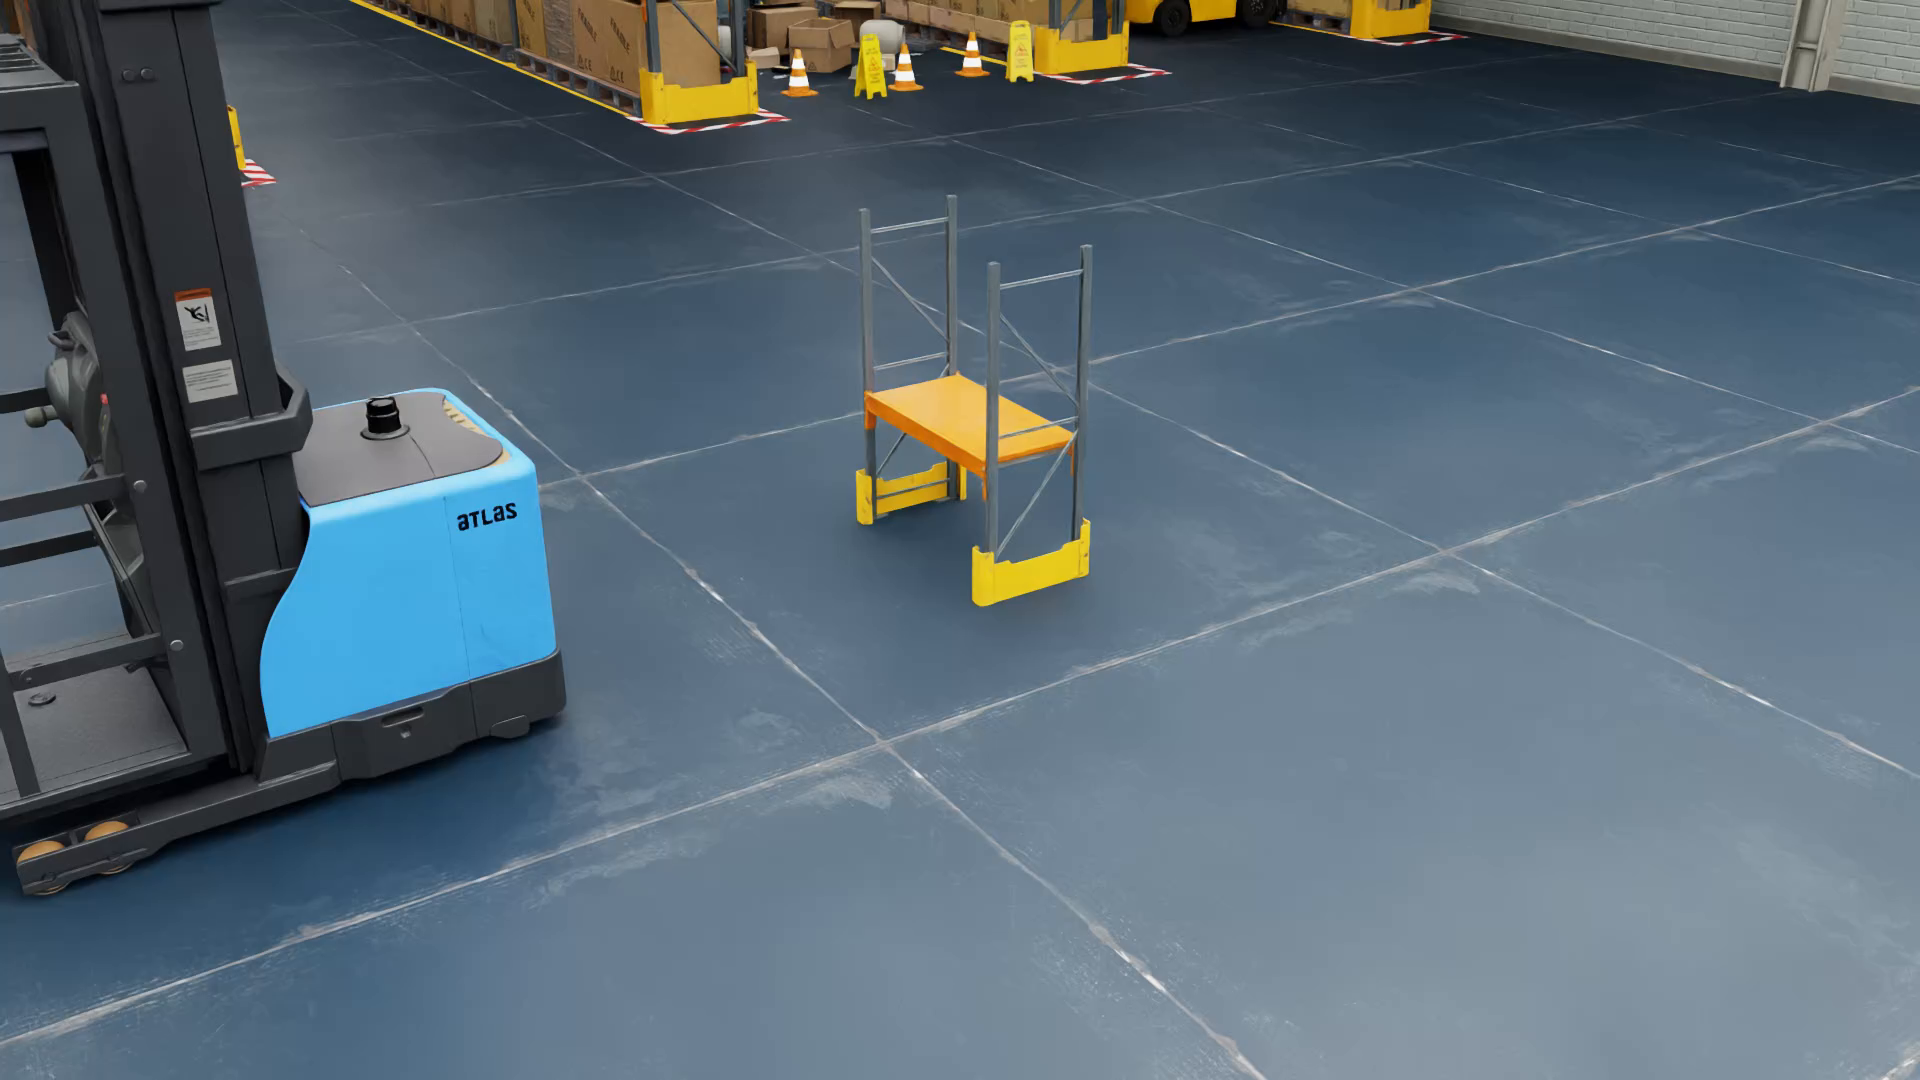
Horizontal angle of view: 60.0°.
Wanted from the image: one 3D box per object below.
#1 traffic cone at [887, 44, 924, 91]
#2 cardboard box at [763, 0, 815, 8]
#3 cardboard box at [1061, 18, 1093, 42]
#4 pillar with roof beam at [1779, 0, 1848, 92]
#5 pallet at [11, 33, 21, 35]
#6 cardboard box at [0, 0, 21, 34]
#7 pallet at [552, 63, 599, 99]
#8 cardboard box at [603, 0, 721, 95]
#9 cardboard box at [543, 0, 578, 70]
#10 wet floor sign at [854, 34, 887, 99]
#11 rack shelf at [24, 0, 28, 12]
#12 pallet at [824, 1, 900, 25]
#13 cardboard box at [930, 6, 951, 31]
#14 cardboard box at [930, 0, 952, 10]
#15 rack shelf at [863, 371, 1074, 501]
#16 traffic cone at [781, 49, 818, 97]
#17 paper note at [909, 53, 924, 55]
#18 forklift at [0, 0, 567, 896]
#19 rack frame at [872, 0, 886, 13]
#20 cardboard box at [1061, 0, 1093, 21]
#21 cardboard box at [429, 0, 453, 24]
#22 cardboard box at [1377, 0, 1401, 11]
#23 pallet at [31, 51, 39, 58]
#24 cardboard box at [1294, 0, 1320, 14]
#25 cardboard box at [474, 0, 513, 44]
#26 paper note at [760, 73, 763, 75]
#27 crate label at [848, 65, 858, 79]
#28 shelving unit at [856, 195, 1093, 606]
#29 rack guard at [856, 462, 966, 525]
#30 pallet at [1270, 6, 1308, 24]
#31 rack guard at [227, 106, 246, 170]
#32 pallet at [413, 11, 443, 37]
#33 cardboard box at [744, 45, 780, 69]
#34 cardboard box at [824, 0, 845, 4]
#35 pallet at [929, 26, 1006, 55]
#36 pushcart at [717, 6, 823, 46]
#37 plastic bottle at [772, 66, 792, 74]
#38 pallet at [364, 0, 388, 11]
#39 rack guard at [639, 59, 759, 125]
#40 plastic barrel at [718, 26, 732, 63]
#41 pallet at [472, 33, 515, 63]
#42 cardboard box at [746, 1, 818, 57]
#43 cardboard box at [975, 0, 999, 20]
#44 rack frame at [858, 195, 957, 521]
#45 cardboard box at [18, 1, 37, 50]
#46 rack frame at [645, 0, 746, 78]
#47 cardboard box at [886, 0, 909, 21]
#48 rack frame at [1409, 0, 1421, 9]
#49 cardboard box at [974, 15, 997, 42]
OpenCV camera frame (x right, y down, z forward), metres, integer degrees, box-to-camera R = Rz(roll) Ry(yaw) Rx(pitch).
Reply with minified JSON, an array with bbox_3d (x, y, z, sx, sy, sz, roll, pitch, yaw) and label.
[{"bbox_3d":[-0.599,-5.175,18.170,0.336,0.463,0.334,-16,29,-30],"label":"traffic cone"},{"bbox_3d":[-2.198,-7.066,21.246,0.500,0.500,0.500,-16,29,-30],"label":"cardboard box"},{"bbox_3d":[1.252,-6.149,19.990,0.500,0.250,0.500,-16,30,-30],"label":"cardboard box"},{"bbox_3d":[5.661,-8.030,14.219,9.100,9.000,0.400,-16,29,-30],"label":"pillar with roof beam"},{"bbox_3d":[-11.577,-6.440,21.144,1.003,0.211,1.213,-16,29,-30],"label":"pallet"},{"bbox_3d":[-11.569,-6.882,20.811,1.225,0.875,0.875,-17,30,-32],"label":"cardboard box"},{"bbox_3d":[-3.796,-5.102,18.311,1.003,0.211,1.213,-16,29,-30],"label":"pallet"},{"bbox_3d":[-3.057,-5.116,17.070,0.875,0.875,0.875,-15,29,-29],"label":"cardboard box"},{"bbox_3d":[-4.035,-5.757,18.427,0.875,0.875,0.875,-15,29,-29],"label":"cardboard box"},{"bbox_3d":[-0.957,-5.046,17.683,0.267,0.644,0.232,-22,33,-38],"label":"wet floor sign"},{"bbox_3d":[-10.118,-6.361,18.553,1.077,0.370,4.000,-16,29,-30],"label":"rack shelf"},{"bbox_3d":[-1.149,-7.297,22.960,1.003,0.211,1.213,-16,29,-30],"label":"pallet"},{"bbox_3d":[-0.035,-6.575,20.893,0.500,0.250,0.500,-16,30,-30],"label":"cardboard box"},{"bbox_3d":[-0.044,-6.917,20.739,0.500,0.500,0.500,-14,29,-27],"label":"cardboard box"},{"bbox_3d":[0.047,-0.485,7.442,0.538,0.185,1.000,-16,29,-30],"label":"rack shelf"},{"bbox_3d":[-1.732,-5.033,17.870,0.336,0.463,0.334,-16,29,-30],"label":"traffic cone"},{"bbox_3d":[-0.533,-5.926,20.266,0.148,0.019,0.142,18,31,33],"label":"paper note"},{"bbox_3d":[-2.986,-0.444,5.257,3.031,2.935,1.130,-16,30,-31],"label":"forklift"},{"bbox_3d":[-0.723,-8.280,21.776,1.000,3.000,0.127,-16,29,-30],"label":"rack frame"},{"bbox_3d":[1.238,-6.496,19.848,0.500,0.500,0.500,-17,30,-31],"label":"cardboard box"},{"bbox_3d":[-6.262,-7.143,21.510,1.050,0.750,0.750,-15,29,-29],"label":"cardboard box"},{"bbox_3d":[5.513,-7.175,22.164,0.500,0.250,0.500,-15,29,-29],"label":"cardboard box"},{"bbox_3d":[-10.123,-5.424,18.993,1.003,0.211,1.213,-16,29,-30],"label":"pallet"},{"bbox_3d":[4.833,-7.228,22.277,0.500,0.250,0.500,-16,29,-30],"label":"cardboard box"},{"bbox_3d":[-5.230,-6.464,20.072,1.050,0.750,0.750,-16,29,-30],"label":"cardboard box"},{"bbox_3d":[-2.279,-5.344,19.058,0.032,0.001,0.123,-1,25,-3],"label":"paper note"},{"bbox_3d":[-1.081,-5.294,18.805,0.298,0.136,0.250,12,28,24],"label":"crate label"},{"bbox_3d":[0.042,-0.651,7.372,0.587,1.500,1.083,-16,29,-30],"label":"shelving unit"},{"bbox_3d":[-0.230,-0.264,8.016,0.587,0.250,0.087,-16,29,-30],"label":"rack guard"},{"bbox_3d":[4.503,-7.446,23.276,1.003,0.211,1.213,-16,29,-30],"label":"pallet"},{"bbox_3d":[-6.884,-3.437,14.444,1.175,0.500,0.348,-16,29,-30],"label":"rack guard"},{"bbox_3d":[-6.632,-6.960,22.247,1.003,0.211,1.213,-16,29,-30],"label":"pallet"},{"bbox_3d":[-2.334,-5.668,19.446,0.396,0.266,0.258,-10,27,-21],"label":"cardboard box"},{"bbox_3d":[-1.407,-7.725,23.186,0.950,0.372,0.625,-14,28,-26],"label":"cardboard box"},{"bbox_3d":[0.343,-6.350,20.954,1.003,0.211,1.213,-16,29,-30],"label":"pallet"},{"bbox_3d":[-2.606,-6.545,21.172,0.936,0.377,1.648,18,31,33],"label":"pushcart"},{"bbox_3d":[-2.073,-5.421,19.161,0.283,0.061,0.133,18,31,33],"label":"plastic bottle"},{"bbox_3d":[-8.086,-7.976,24.398,1.003,0.211,1.213,-16,29,-30],"label":"pallet"},{"bbox_3d":[-2.619,-4.521,16.740,1.175,0.500,0.348,-16,29,-30],"label":"rack guard"},{"bbox_3d":[-2.911,-5.877,19.703,0.512,0.421,0.421,3,25,6],"label":"plastic barrel"},{"bbox_3d":[-5.300,-6.088,20.398,1.003,0.211,1.213,-16,29,-30],"label":"pallet"},{"bbox_3d":[-2.137,-6.153,20.035,0.797,0.637,0.503,-16,29,-30],"label":"cardboard box"},{"bbox_3d":[0.517,-6.547,19.954,0.500,0.500,0.500,-14,29,-28],"label":"cardboard box"},{"bbox_3d":[-0.231,-0.830,7.750,0.500,1.500,0.032,-16,29,-30],"label":"rack frame"},{"bbox_3d":[-10.514,-6.039,19.442,0.700,0.500,0.500,-18,31,-34],"label":"cardboard box"},{"bbox_3d":[-2.632,-5.660,16.225,1.000,3.000,0.127,-16,29,-30],"label":"rack frame"},{"bbox_3d":[-0.627,-6.952,21.693,0.500,0.250,0.500,-17,30,-32],"label":"cardboard box"},{"bbox_3d":[5.617,-8.007,21.198,1.000,3.000,0.127,-16,29,-30],"label":"rack frame"},{"bbox_3d":[0.518,-6.209,20.118,0.500,0.250,0.500,-15,29,-29],"label":"cardboard box"}]
